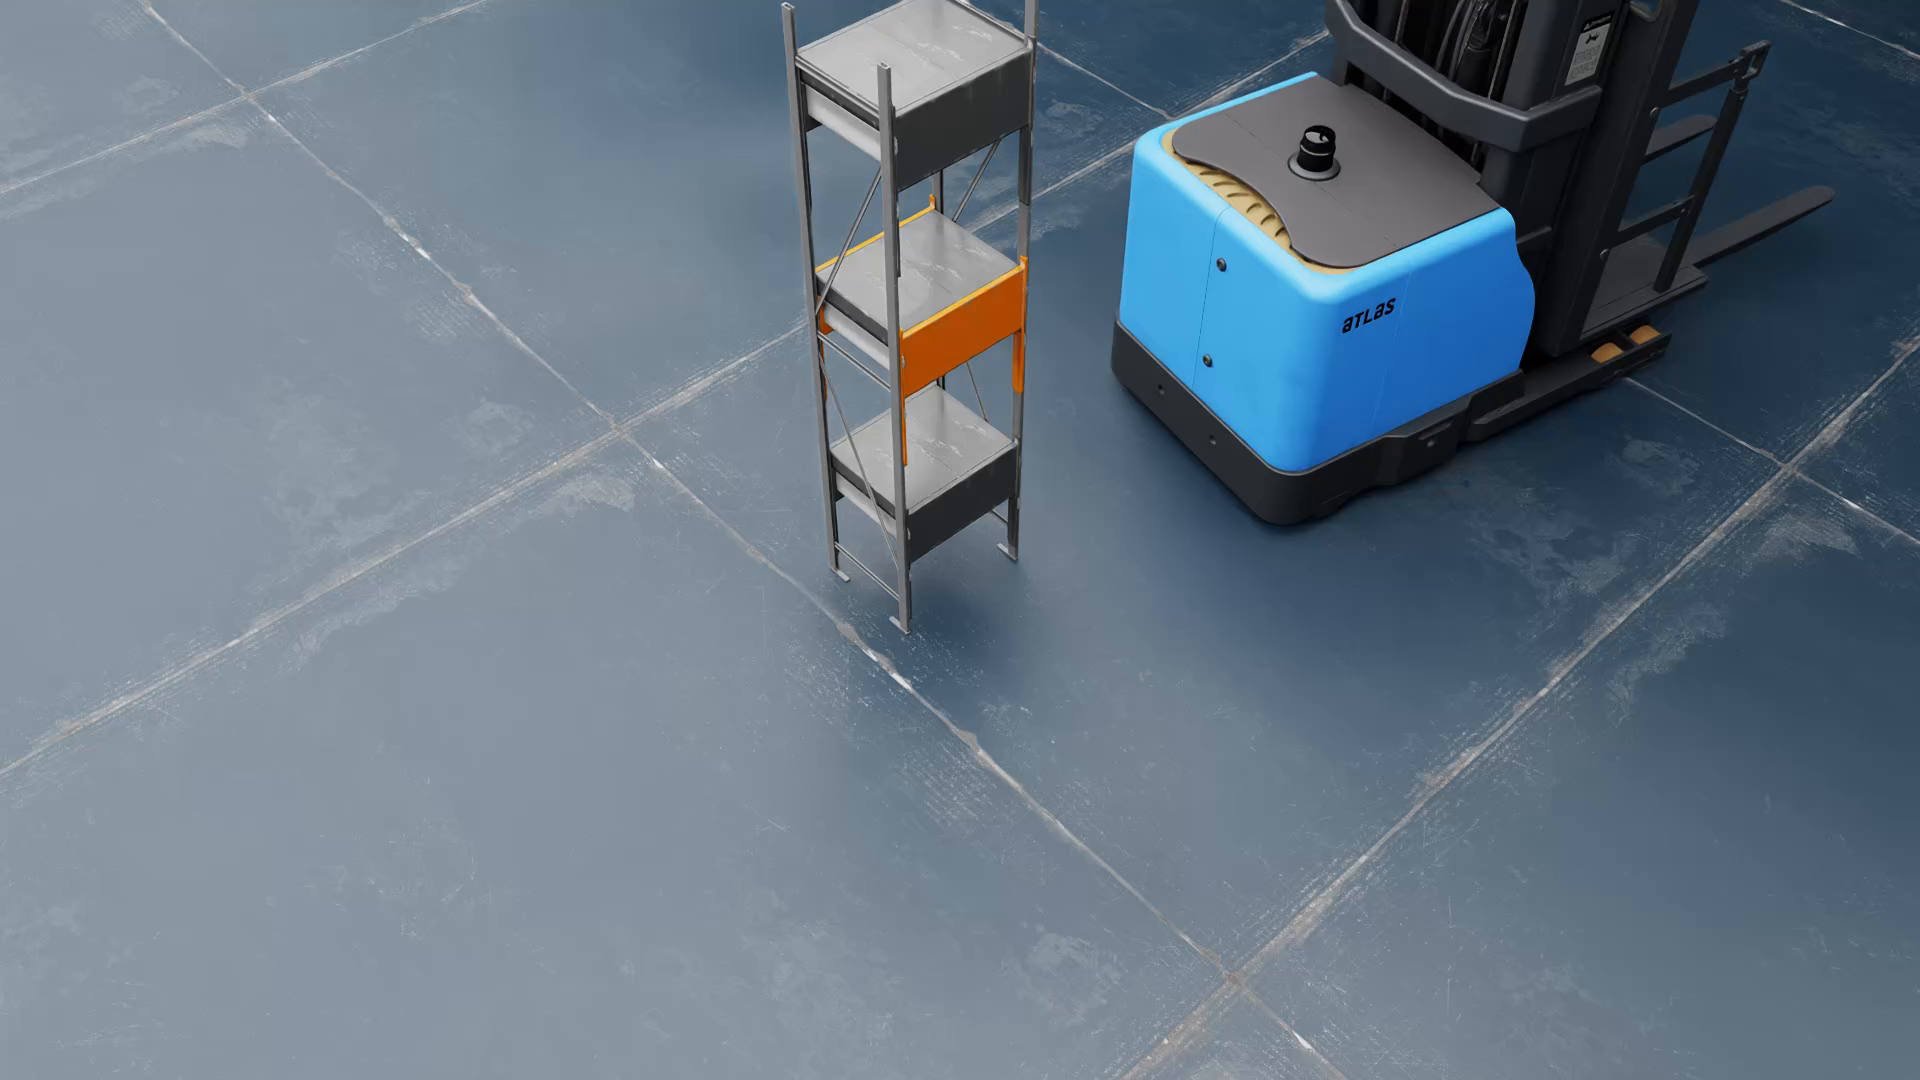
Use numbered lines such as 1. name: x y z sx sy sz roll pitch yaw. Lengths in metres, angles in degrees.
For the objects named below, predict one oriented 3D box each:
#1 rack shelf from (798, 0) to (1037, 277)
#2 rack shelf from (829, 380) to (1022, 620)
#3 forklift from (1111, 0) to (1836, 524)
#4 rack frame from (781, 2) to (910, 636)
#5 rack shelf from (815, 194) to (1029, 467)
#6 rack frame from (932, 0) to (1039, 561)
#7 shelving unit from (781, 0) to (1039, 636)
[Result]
1. rack shelf: -0.122 -1.096 4.398 0.480 0.518 0.431 -34 56 -27
2. rack shelf: -0.122 -0.146 5.427 0.480 0.518 0.431 -34 56 -27
3. forklift: 2.093 -1.878 5.489 3.031 2.935 1.130 -24 52 -21
4. rack frame: -0.303 -0.510 4.791 0.015 2.100 0.400 -34 56 -27
5. rack shelf: -0.122 -0.621 4.913 0.480 0.518 0.431 -34 56 -27
6. rack frame: 0.058 -0.751 5.014 0.015 2.100 0.400 -34 56 -27
7. shelving unit: -0.122 -0.630 4.903 0.503 2.100 0.431 -34 56 -27
